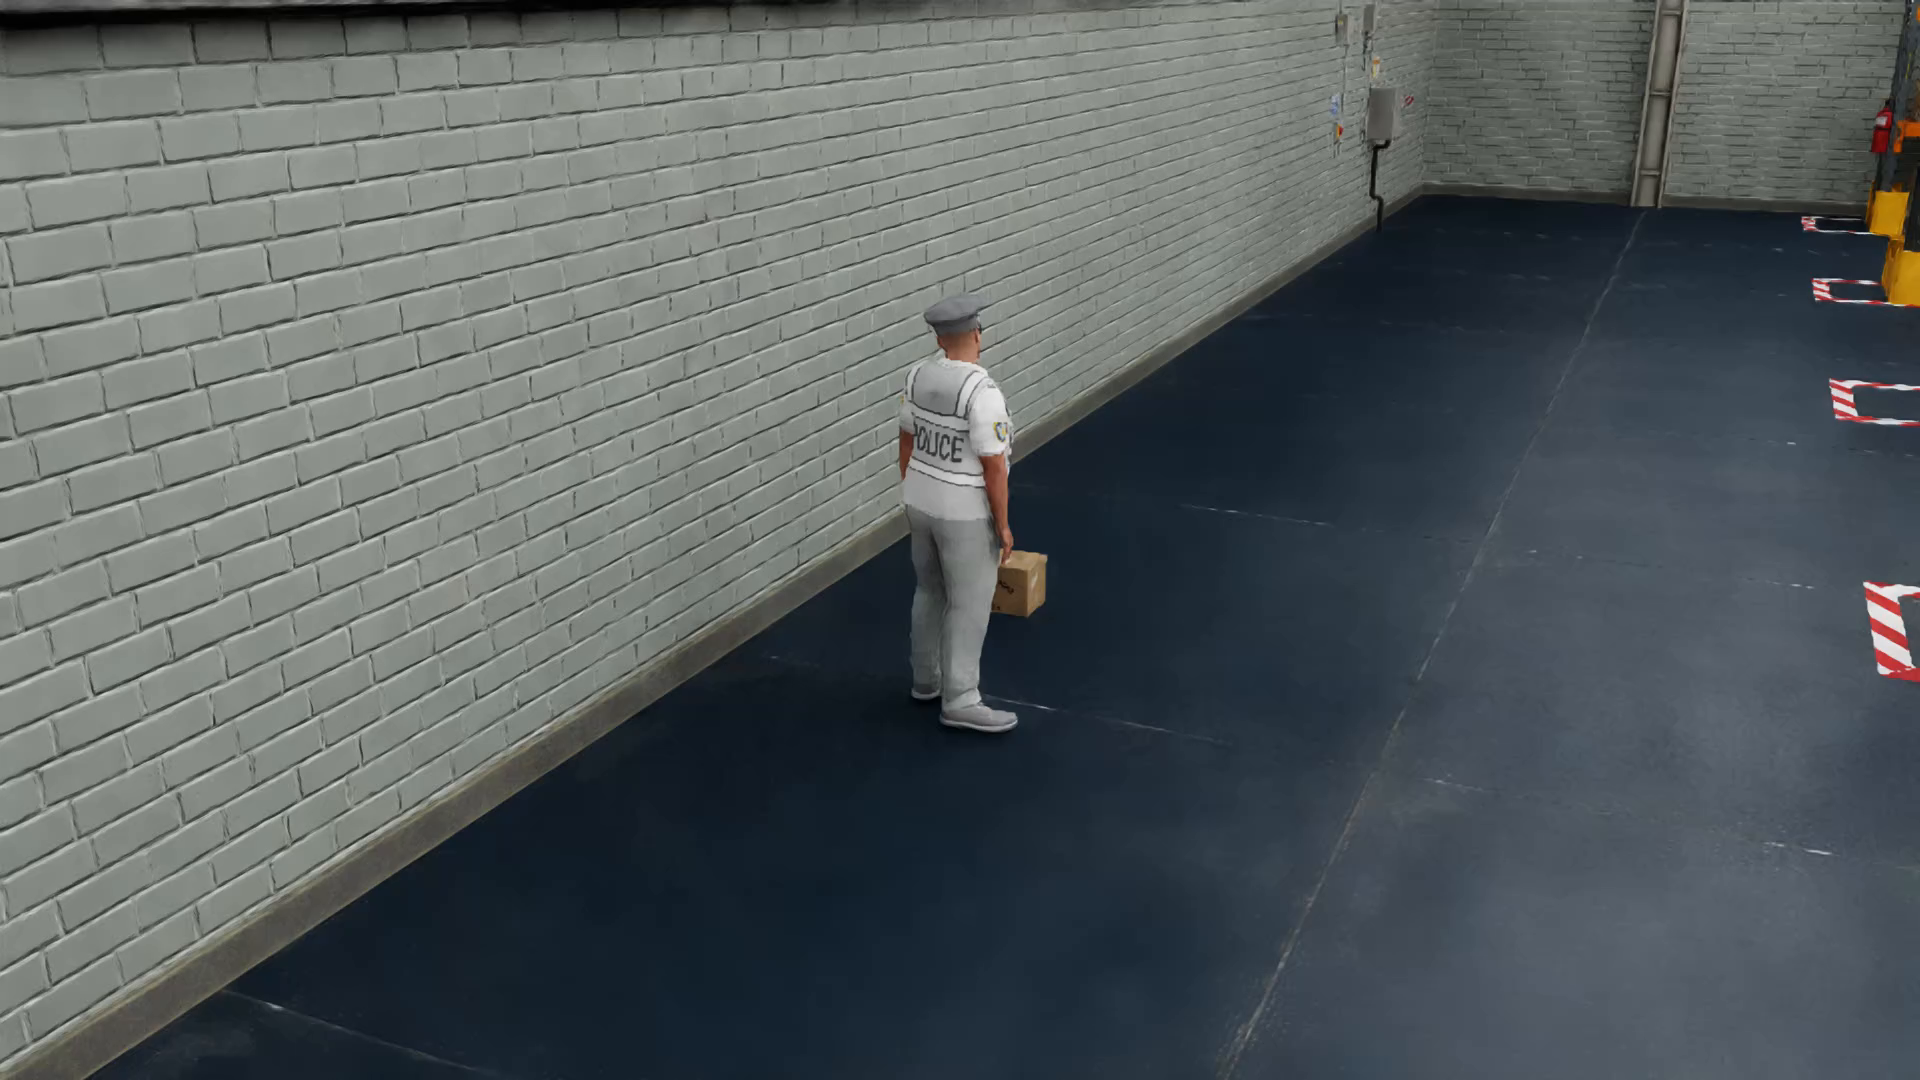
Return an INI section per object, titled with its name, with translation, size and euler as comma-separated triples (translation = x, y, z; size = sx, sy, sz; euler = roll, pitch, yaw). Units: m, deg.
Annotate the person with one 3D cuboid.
[person]
translation = -0.012, -0.120, 6.818
size = 0.408, 1.765, 0.655
euler = -15, 24, -38
